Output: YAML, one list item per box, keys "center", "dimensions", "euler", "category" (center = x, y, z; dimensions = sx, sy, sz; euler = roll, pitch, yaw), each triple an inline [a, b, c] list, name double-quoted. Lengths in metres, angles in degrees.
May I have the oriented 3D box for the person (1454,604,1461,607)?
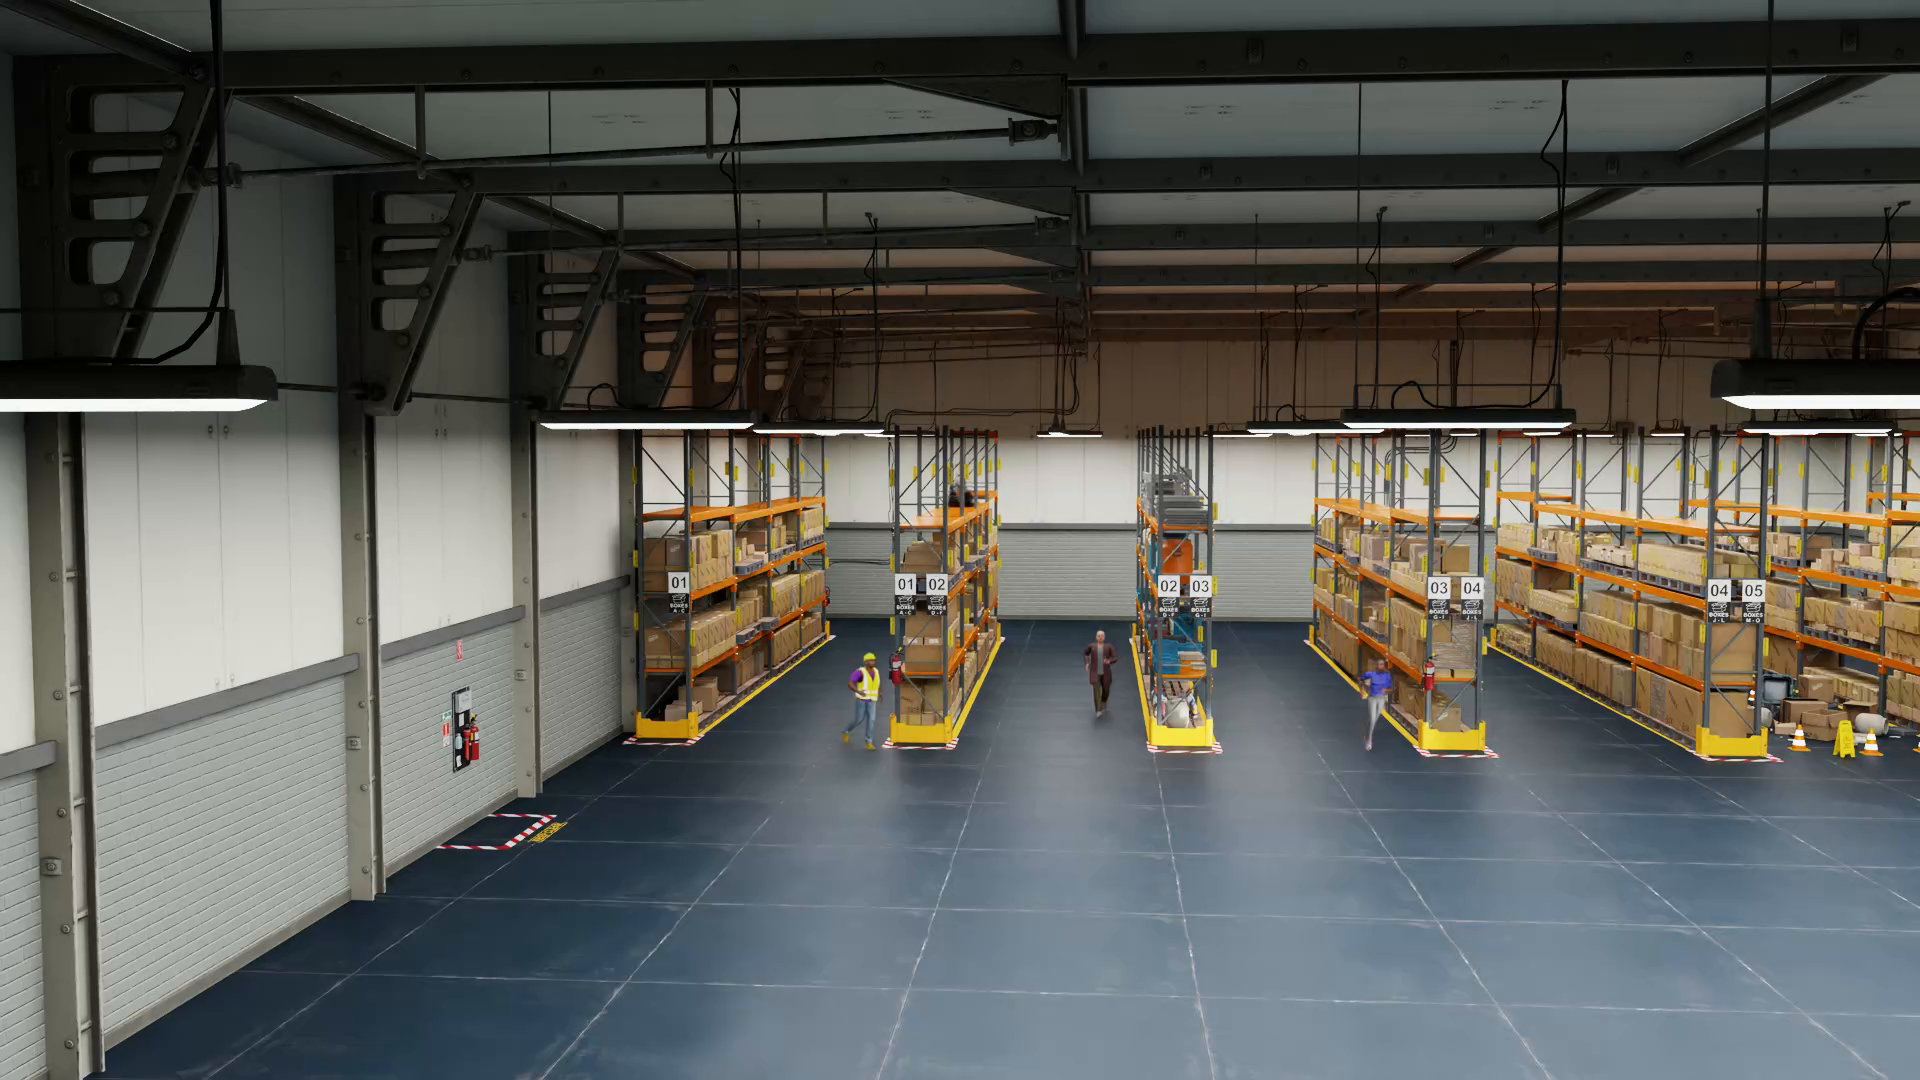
- center: [13.472, 2.167, 44.771]
  dimensions: [0.725, 1.748, 0.634]
  euler: [0, 3, 7]
  category: "person"

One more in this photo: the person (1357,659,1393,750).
- center: [7.758, 3.103, 31.083]
  dimensions: [0.616, 1.613, 0.736]
  euler: [-1, 3, -10]
  category: "person"

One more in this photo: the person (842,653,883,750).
- center: [-1.717, 2.981, 31.000]
  dimensions: [0.764, 1.724, 0.962]
  euler: [-2, 4, -34]
  category: "person"

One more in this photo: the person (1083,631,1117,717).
- center: [2.910, 2.762, 34.550]
  dimensions: [0.719, 1.752, 0.980]
  euler: [0, 3, 3]
  category: "person"
